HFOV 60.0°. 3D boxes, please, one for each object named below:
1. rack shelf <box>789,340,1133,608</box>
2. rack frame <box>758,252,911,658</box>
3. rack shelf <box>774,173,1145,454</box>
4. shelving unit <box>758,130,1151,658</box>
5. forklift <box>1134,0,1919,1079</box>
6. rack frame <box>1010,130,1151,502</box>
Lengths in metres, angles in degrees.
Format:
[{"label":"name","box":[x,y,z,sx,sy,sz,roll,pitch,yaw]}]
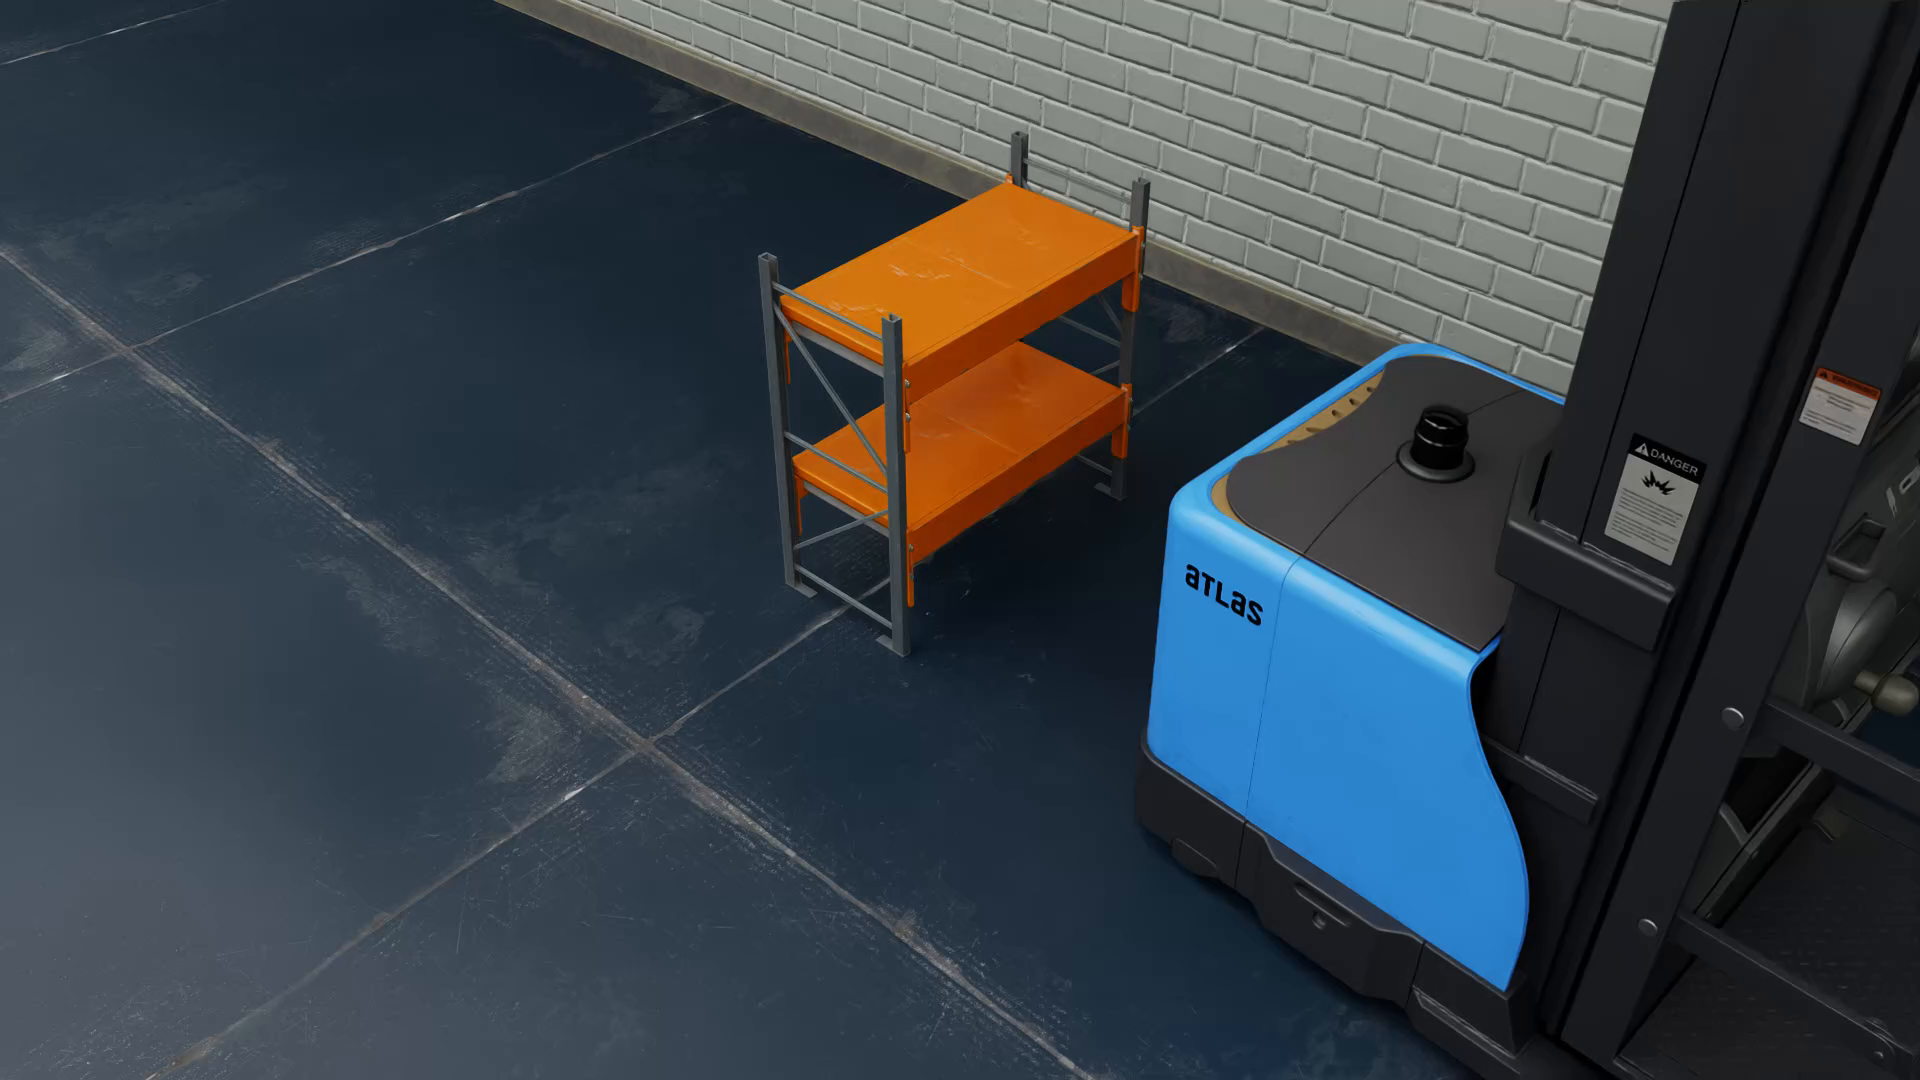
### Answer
[{"label":"rack shelf","box":[0.005,-0.252,5.056,0.538,0.278,1.000,30,47,32]},{"label":"rack frame","box":[-0.338,-0.210,4.610,0.500,1.125,0.032,30,47,32]},{"label":"rack shelf","box":[0.005,-0.672,4.722,0.538,0.278,1.000,30,47,32]},{"label":"shelving unit","box":[0.005,-0.443,4.904,0.538,1.125,1.048,30,47,32]},{"label":"forklift","box":[1.841,0.036,2.849,1.130,2.935,3.031,-32,48,-33]},{"label":"rack frame","box":[0.348,-0.677,5.198,0.500,1.125,0.032,30,47,32]}]
